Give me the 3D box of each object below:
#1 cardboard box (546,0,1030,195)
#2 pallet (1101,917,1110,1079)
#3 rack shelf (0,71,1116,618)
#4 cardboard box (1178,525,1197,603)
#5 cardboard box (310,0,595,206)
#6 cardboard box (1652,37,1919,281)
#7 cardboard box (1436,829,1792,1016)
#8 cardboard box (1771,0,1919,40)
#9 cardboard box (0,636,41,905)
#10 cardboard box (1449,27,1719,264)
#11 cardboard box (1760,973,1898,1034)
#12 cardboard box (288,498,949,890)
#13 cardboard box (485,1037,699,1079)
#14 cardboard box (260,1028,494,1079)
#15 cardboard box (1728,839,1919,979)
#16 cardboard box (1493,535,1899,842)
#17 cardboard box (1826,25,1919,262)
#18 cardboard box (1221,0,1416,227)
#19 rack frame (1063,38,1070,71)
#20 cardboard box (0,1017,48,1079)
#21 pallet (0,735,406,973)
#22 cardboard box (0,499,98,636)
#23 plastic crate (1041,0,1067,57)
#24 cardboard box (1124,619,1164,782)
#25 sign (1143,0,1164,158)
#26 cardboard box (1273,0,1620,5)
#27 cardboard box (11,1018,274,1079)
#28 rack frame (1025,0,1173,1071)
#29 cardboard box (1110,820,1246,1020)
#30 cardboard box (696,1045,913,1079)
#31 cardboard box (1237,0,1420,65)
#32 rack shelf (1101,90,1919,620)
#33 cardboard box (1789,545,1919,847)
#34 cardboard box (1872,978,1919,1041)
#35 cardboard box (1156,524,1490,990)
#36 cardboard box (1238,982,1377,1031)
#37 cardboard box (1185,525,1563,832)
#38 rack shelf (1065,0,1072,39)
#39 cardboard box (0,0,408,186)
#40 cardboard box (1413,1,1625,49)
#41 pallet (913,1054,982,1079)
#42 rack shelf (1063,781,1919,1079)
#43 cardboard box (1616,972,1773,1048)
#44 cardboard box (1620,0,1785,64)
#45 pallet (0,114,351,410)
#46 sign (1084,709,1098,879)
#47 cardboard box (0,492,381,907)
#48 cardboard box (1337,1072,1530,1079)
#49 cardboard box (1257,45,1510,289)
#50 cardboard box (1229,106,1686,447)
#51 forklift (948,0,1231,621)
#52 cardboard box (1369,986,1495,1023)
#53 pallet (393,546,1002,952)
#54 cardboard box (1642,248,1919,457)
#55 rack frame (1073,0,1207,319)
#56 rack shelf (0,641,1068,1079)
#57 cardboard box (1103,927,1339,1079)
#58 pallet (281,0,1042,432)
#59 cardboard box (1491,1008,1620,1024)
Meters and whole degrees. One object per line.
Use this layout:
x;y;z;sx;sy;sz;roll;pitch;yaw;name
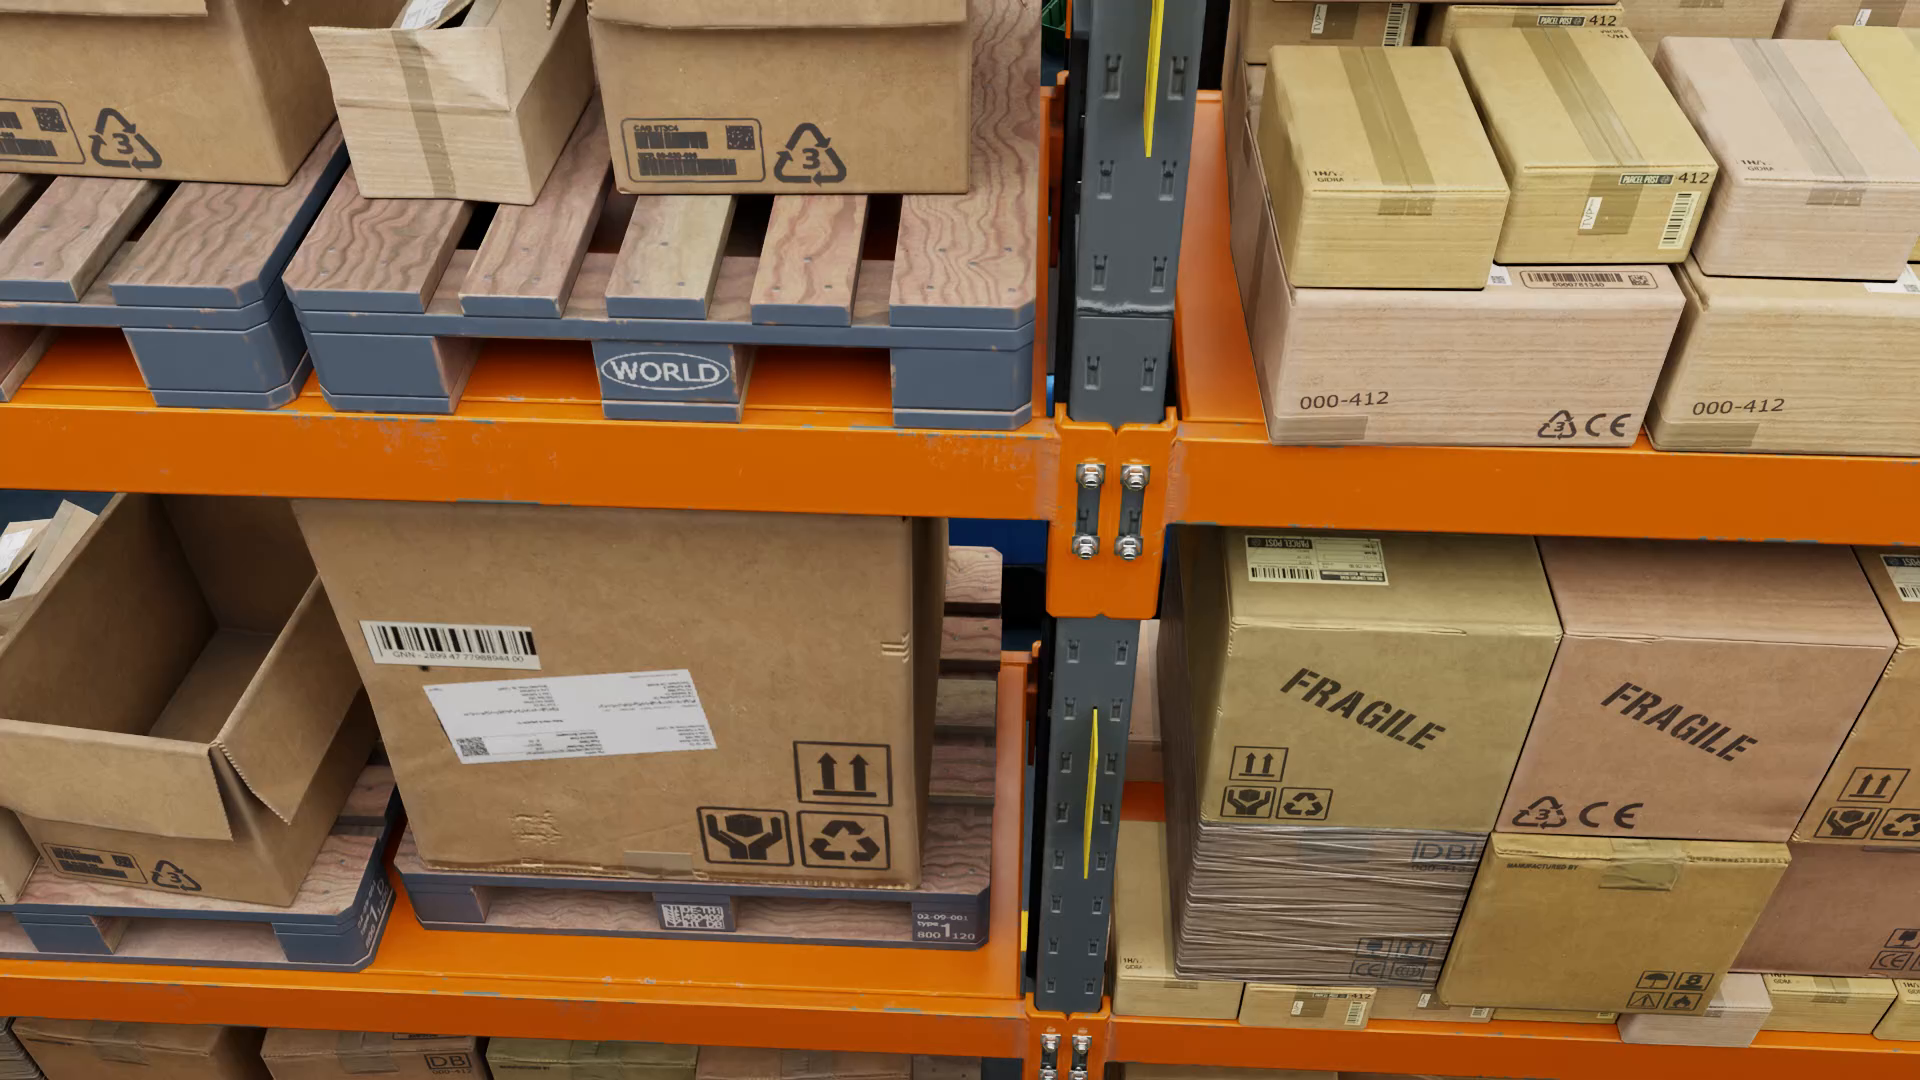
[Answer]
-0.228;-0.902;2.433;0.637;0.503;0.797;0;43;0;cardboard box
0.909;1.485;4.501;1.213;0.211;1.003;2;43;2;pallet
-1.761;-0.427;2.835;4.000;0.370;1.077;2;43;2;rack shelf
0.699;-0.216;3.256;0.500;0.500;0.500;2;43;2;cardboard box
-0.707;-0.694;2.384;0.258;0.266;0.396;3;43;3;cardboard box
1.088;-0.515;2.220;0.250;0.149;0.380;2;43;2;cardboard box
1.181;0.418;3.309;0.500;0.500;0.875;2;43;2;cardboard box
1.369;-0.897;2.629;0.250;0.149;0.380;1;43;1;cardboard box
-2.095;0.455;3.363;0.500;0.250;0.500;1;43;1;cardboard box
0.817;-0.538;2.244;0.250;0.149;0.380;0;43;0;cardboard box
1.688;0.794;3.382;0.250;0.149;0.380;2;43;2;cardboard box
-0.551;-0.024;3.327;1.000;1.000;1.000;2;43;2;cardboard box
-0.851;1.161;4.314;0.500;0.500;0.700;2;43;2;cardboard box
-1.410;1.144;4.332;0.500;0.500;0.700;-2;43;-2;cardboard box
1.685;0.365;3.366;0.500;0.500;0.875;2;43;2;cardboard box
1.174;0.159;2.854;0.500;0.500;0.500;2;43;2;cardboard box
1.334;-0.537;2.243;0.250;0.149;0.380;3;43;3;cardboard box
0.704;-0.738;2.751;0.500;0.250;0.500;3;43;3;cardboard box
0.561;-2.906;7.169;0.127;3.000;1.000;2;43;2;rack frame
-2.534;1.115;4.364;0.500;0.500;0.700;-2;43;-2;cardboard box
-1.780;0.449;3.708;1.213;0.211;1.003;2;43;2;pallet
-2.081;0.109;3.723;0.258;0.266;0.396;1;43;1;cardboard box
0.794;-2.785;9.059;0.662;0.188;0.450;24;58;23;plastic crate
0.465;0.367;3.840;0.250;0.149;0.380;2;43;2;cardboard box
0.215;-0.584;1.808;0.005;0.325;0.100;2;43;2;sign
0.698;-1.117;2.390;0.500;0.500;0.500;1;43;1;cardboard box
-1.968;1.127;4.350;0.500;0.500;0.700;5;43;5;cardboard box
0.237;0.469;3.546;0.127;3.000;1.000;2;43;2;rack frame
0.438;0.772;3.405;0.250;0.149;0.380;2;43;2;cardboard box
-0.376;1.189;4.284;0.500;0.500;0.700;-1;43;-1;cardboard box
0.574;-0.907;2.640;0.250;0.149;0.380;3;43;3;cardboard box
2.235;-0.304;2.703;4.000;0.370;1.077;2;43;2;rack shelf
1.674;0.174;2.837;0.500;0.500;0.500;2;43;2;cardboard box
1.937;0.809;3.365;0.250;0.149;0.380;2;43;2;cardboard box
0.683;0.379;3.351;0.500;0.500;0.875;2;43;2;cardboard box
0.687;0.789;3.387;0.250;0.149;0.380;2;43;2;cardboard box
0.675;0.144;2.869;0.500;0.500;0.500;2;43;2;cardboard box
-1.437;-2.704;7.480;4.000;0.370;1.077;2;43;2;rack shelf
-1.170;-0.931;2.464;0.637;0.503;0.797;3;43;4;cardboard box
0.837;-0.836;2.564;0.250;0.149;0.380;2;43;2;cardboard box
-0.541;1.466;4.521;1.213;0.211;1.003;2;43;2;pallet
2.235;0.793;3.726;4.000;0.370;1.077;2;43;2;rack shelf
1.436;0.814;3.360;0.250;0.149;0.380;2;43;2;cardboard box
1.092;-0.888;2.619;0.250;0.149;0.380;0;43;0;cardboard box
-1.411;-0.681;2.718;1.003;0.211;1.213;2;43;2;pallet
0.215;0.423;2.746;0.005;0.325;0.100;2;43;2;sign
-1.499;0.287;3.358;0.637;0.503;0.797;6;43;6;cardboard box
1.207;1.282;4.199;0.500;0.500;0.500;15;45;15;cardboard box
0.547;-0.500;2.203;0.250;0.149;0.380;1;43;1;cardboard box
0.675;-0.386;2.373;0.500;0.250;0.500;0;43;0;cardboard box
1.294;-1.138;5.321;3.031;2.935;1.130;-1;43;-1;forklift
0.938;0.777;3.399;0.250;0.149;0.380;2;43;2;cardboard box
-0.520;0.416;3.743;1.213;0.211;1.003;2;43;2;pallet
1.204;-0.373;2.359;0.500;0.250;0.500;1;43;2;cardboard box
0.237;-1.726;1.501;0.127;3.000;1.000;2;43;2;rack frame
-1.761;0.670;3.857;4.000;0.370;1.077;2;43;2;rack shelf
0.634;1.269;4.213;0.500;0.500;0.500;1;43;1;cardboard box
-0.375;-0.652;2.686;1.003;0.211;1.213;2;43;2;pallet
1.188;0.779;3.398;0.250;0.149;0.380;2;43;2;cardboard box
